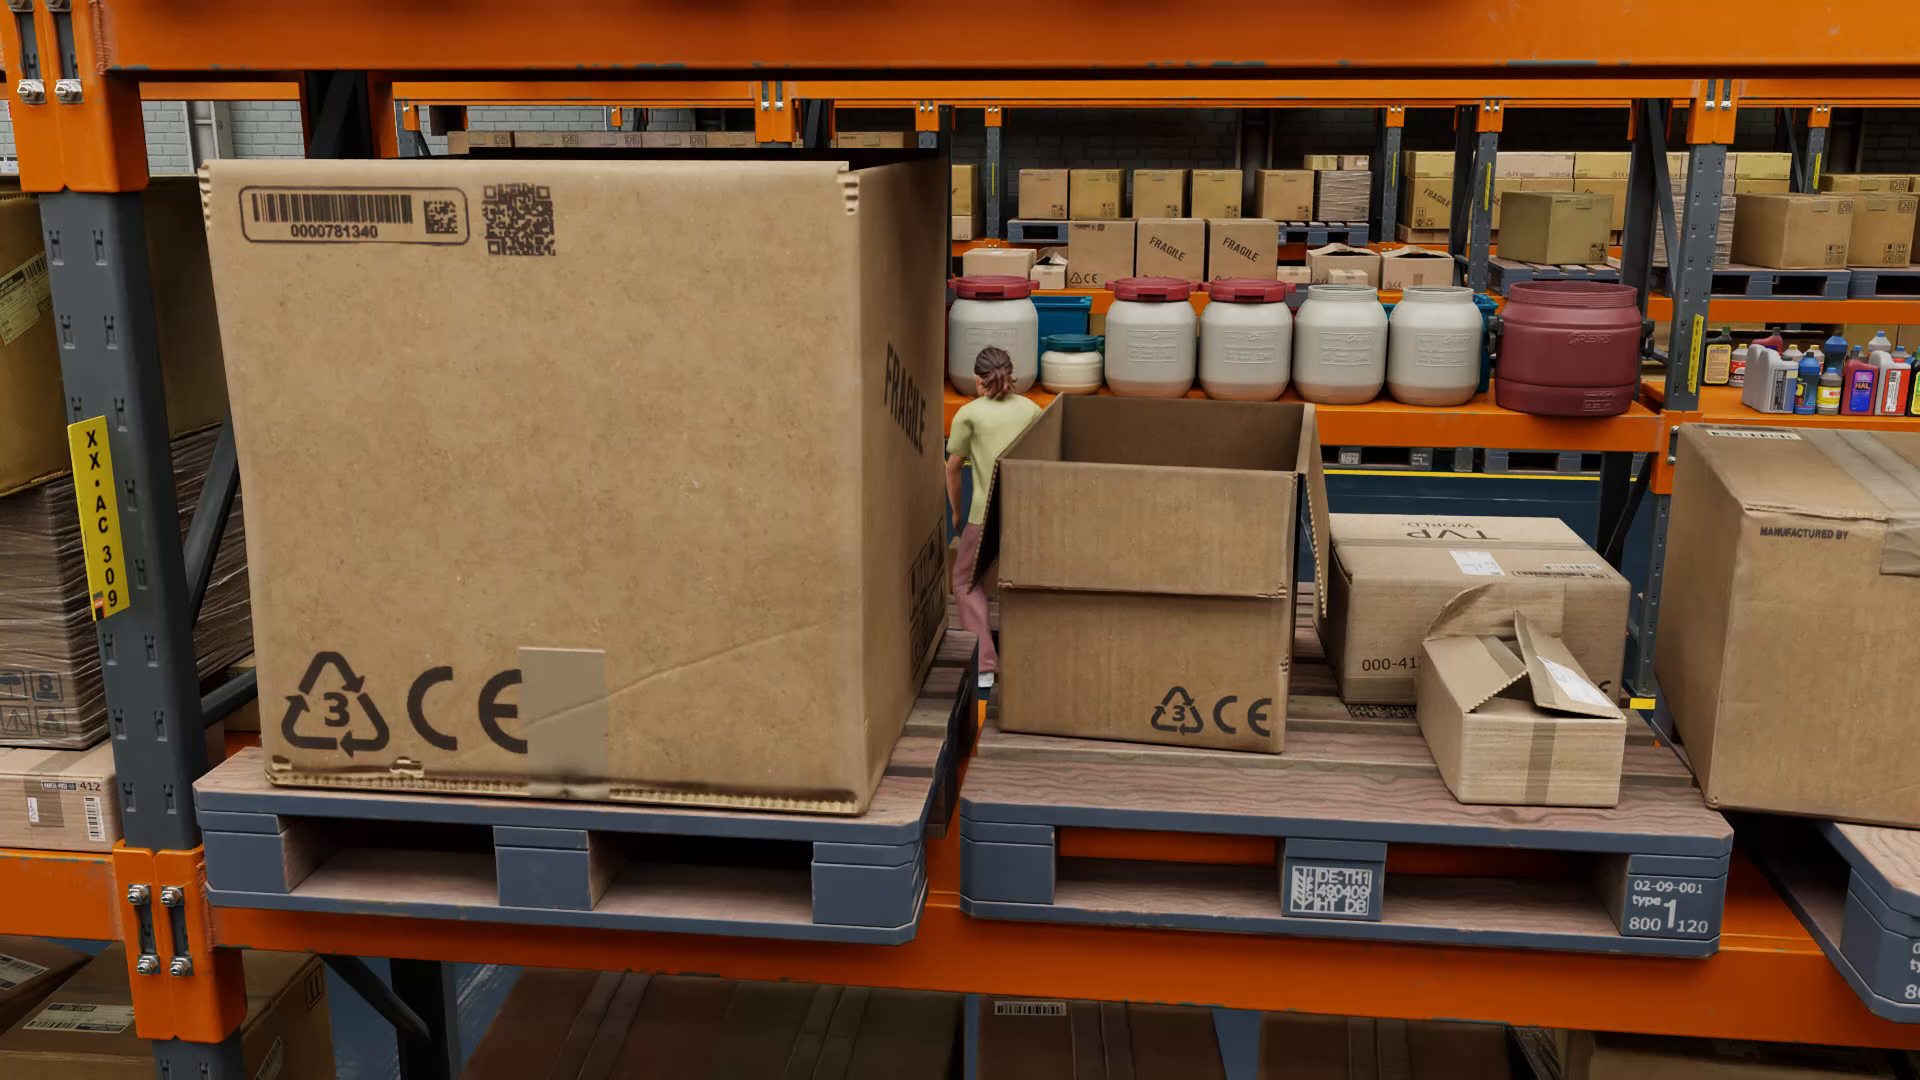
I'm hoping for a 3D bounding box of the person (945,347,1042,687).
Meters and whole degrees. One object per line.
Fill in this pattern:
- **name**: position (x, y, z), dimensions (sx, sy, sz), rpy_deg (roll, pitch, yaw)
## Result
- **person**: position (0.171, -0.075, 7.660), dimensions (0.490, 1.507, 0.490), rpy_deg (-2, 15, -8)
